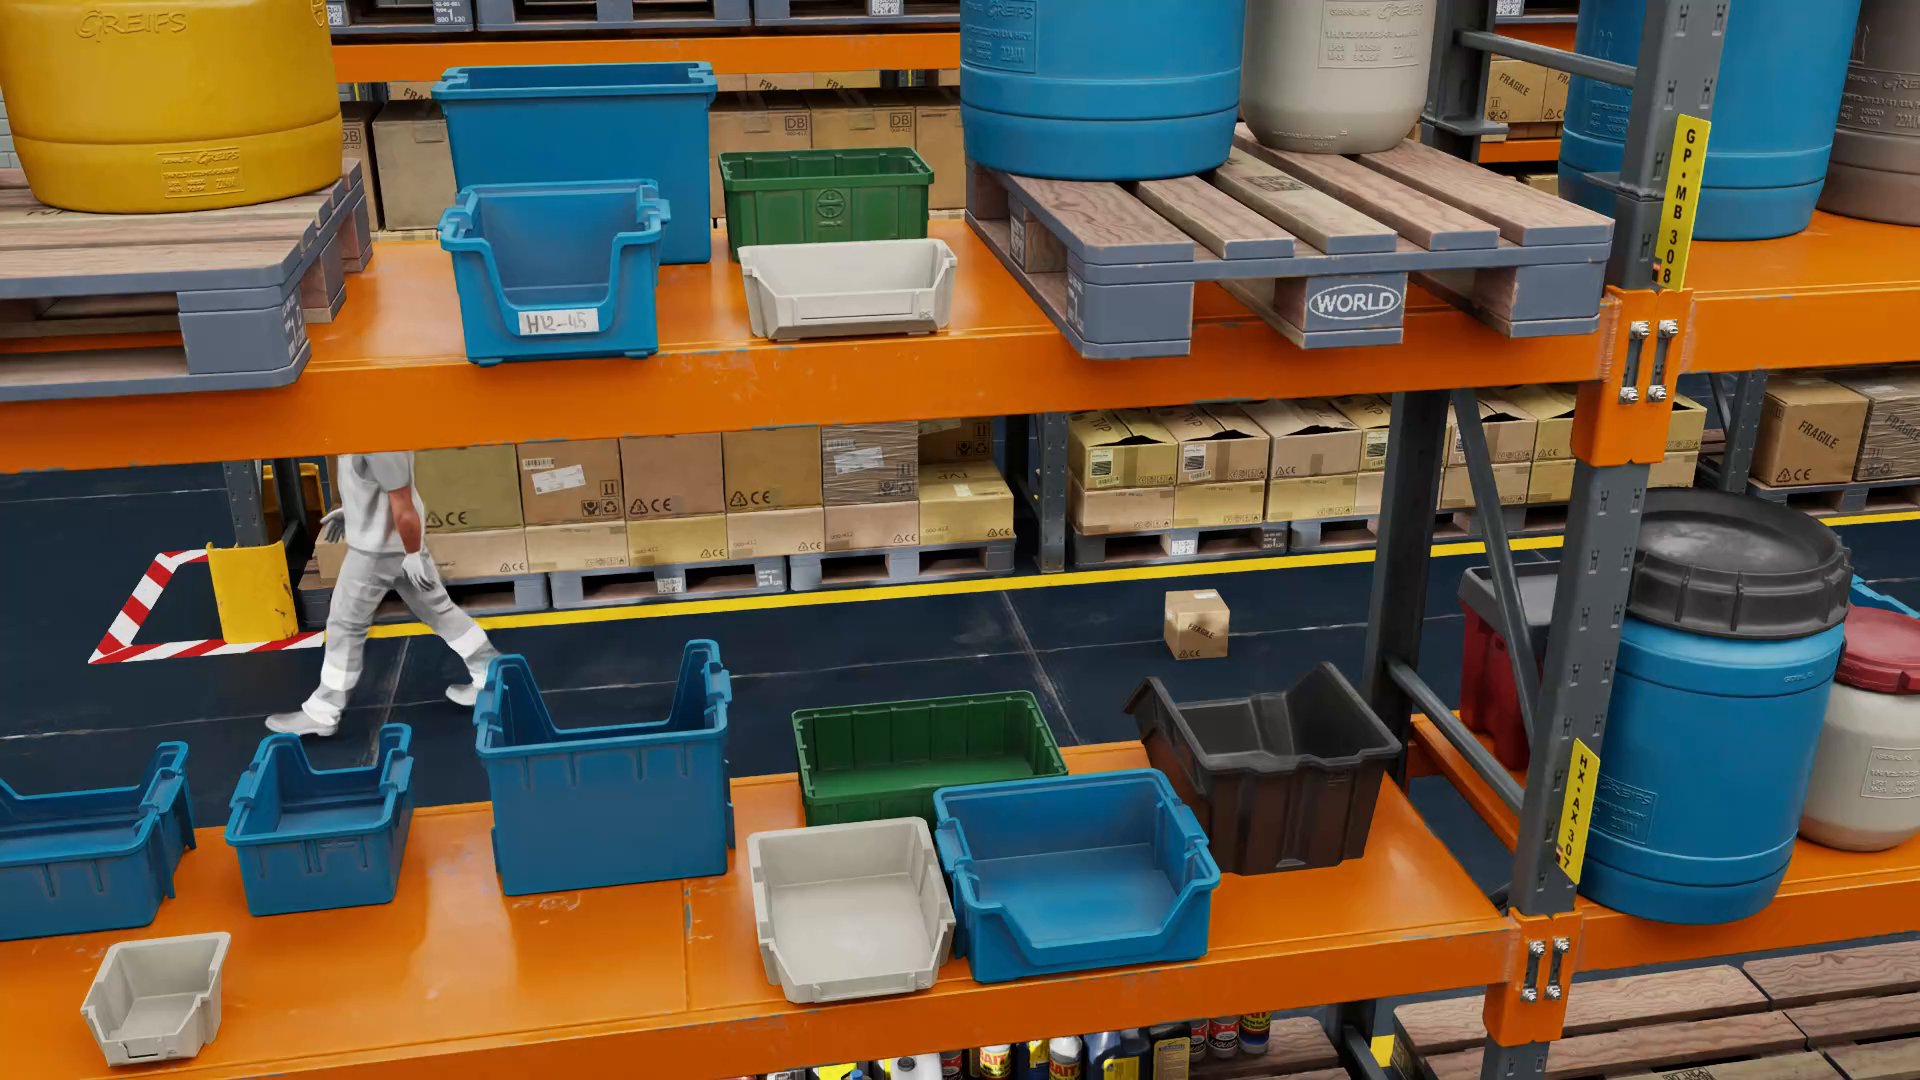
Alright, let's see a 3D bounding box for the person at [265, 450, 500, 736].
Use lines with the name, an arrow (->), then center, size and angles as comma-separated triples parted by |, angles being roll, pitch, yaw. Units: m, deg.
person -> -2.523, -0.013, 7.088 | 1.036, 1.736, 0.534 | -3, 23, -8
